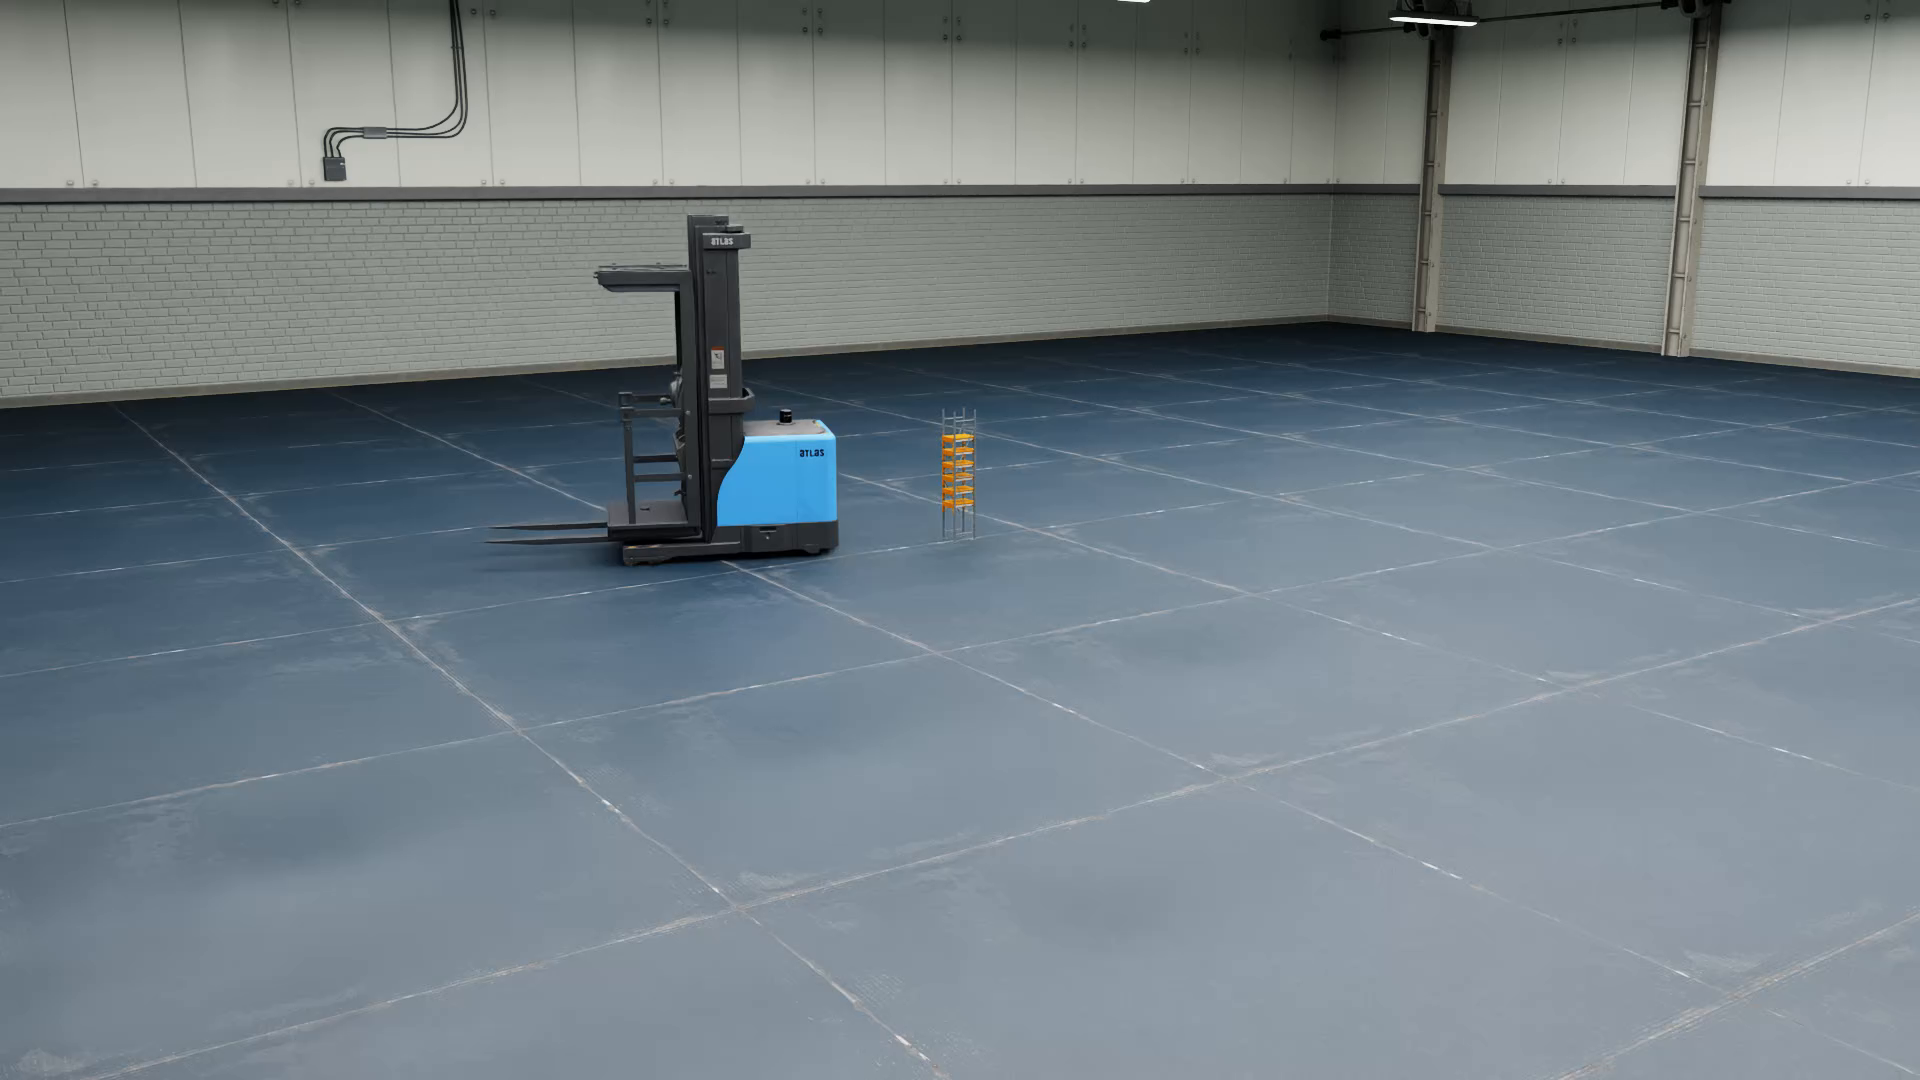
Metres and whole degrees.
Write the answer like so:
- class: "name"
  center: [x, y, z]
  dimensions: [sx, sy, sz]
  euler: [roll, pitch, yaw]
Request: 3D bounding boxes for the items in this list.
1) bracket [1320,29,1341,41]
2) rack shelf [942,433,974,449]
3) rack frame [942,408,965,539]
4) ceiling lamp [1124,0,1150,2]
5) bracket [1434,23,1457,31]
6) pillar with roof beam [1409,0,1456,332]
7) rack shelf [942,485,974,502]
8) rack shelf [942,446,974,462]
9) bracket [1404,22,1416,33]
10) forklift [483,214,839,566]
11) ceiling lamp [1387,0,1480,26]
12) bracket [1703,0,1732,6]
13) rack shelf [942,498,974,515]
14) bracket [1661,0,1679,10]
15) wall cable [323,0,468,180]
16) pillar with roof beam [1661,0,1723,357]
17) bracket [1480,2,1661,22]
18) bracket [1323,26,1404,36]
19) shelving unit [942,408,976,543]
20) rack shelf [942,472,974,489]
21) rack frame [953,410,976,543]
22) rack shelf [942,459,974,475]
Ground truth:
- class: "bracket"
  center: [8.154, -11.110, 36.564]
  dimensions: [0.235, 0.232, 0.430]
  euler: [-8, 15, -33]
- class: "rack shelf"
  center: [-0.008, -0.897, 15.066]
  dimensions: [0.258, 0.103, 0.180]
  euler: [-8, 15, -33]
- class: "rack frame"
  center: [-0.059, -0.605, 15.208]
  dimensions: [0.240, 1.200, 0.006]
  euler: [-8, 15, -33]
- class: "ceiling lamp"
  center: [1.893, -9.607, 24.452]
  dimensions: [2.000, 3.185, 0.800]
  euler: [-8, 15, -33]
- class: "bracket"
  center: [9.927, -10.541, 33.962]
  dimensions: [0.235, 0.232, 0.430]
  euler: [-8, 15, -33]
- class: "pillar with roof beam"
  center: [6.408, -8.389, 32.546]
  dimensions: [9.100, 9.000, 0.548]
  euler: [-8, 15, -33]
- class: "rack shelf"
  center: [-0.008, -0.428, 15.169]
  dimensions: [0.258, 0.103, 0.180]
  euler: [-8, 15, -33]
- class: "rack shelf"
  center: [-0.008, -0.780, 15.092]
  dimensions: [0.258, 0.103, 0.180]
  euler: [-8, 15, -33]
- class: "bracket"
  center: [9.467, -10.688, 34.637]
  dimensions: [0.235, 0.232, 0.430]
  euler: [-8, 15, -33]
- class: "forklift"
  center: [-2.643, -1.336, 14.498]
  dimensions: [3.031, 2.935, 1.130]
  euler: [-3, 13, -12]
- class: "ceiling lamp"
  center: [8.004, -10.475, 28.425]
  dimensions: [2.000, 3.185, 0.800]
  euler: [-8, 15, -33]
- class: "bracket"
  center: [13.251, -9.474, 29.082]
  dimensions: [0.235, 0.232, 0.430]
  euler: [-8, 15, -33]
- class: "rack shelf"
  center: [-0.008, -0.311, 15.194]
  dimensions: [0.258, 0.103, 0.180]
  euler: [-8, 15, -33]
- class: "bracket"
  center: [12.791, -9.621, 29.757]
  dimensions: [0.235, 0.232, 0.430]
  euler: [-8, 15, -33]
- class: "wall cable"
  center: [-8.851, -8.632, 25.700]
  dimensions: [2.305, 6.003, 0.169]
  euler: [-8, 15, -33]
- class: "pillar with roof beam"
  center: [9.733, -7.322, 27.666]
  dimensions: [9.100, 9.000, 0.548]
  euler: [-8, 15, -33]
- class: "bracket"
  center: [11.354, -10.083, 31.866]
  dimensions: [0.076, 0.066, 4.783]
  euler: [-8, 15, -33]
- class: "bracket"
  center: [8.481, -11.005, 36.084]
  dimensions: [0.076, 0.066, 3.189]
  euler: [-8, 15, -33]
- class: "shelving unit"
  center: [-0.008, -0.589, 15.134]
  dimensions: [0.258, 1.200, 0.189]
  euler: [-8, 15, -33]
- class: "rack shelf"
  center: [-0.008, -0.545, 15.143]
  dimensions: [0.258, 0.103, 0.180]
  euler: [-8, 15, -33]
- class: "rack frame"
  center: [0.043, -0.572, 15.059]
  dimensions: [0.240, 1.200, 0.006]
  euler: [-8, 15, -33]
- class: "rack shelf"
  center: [-0.008, -0.663, 15.117]
  dimensions: [0.258, 0.103, 0.180]
  euler: [-8, 15, -33]
